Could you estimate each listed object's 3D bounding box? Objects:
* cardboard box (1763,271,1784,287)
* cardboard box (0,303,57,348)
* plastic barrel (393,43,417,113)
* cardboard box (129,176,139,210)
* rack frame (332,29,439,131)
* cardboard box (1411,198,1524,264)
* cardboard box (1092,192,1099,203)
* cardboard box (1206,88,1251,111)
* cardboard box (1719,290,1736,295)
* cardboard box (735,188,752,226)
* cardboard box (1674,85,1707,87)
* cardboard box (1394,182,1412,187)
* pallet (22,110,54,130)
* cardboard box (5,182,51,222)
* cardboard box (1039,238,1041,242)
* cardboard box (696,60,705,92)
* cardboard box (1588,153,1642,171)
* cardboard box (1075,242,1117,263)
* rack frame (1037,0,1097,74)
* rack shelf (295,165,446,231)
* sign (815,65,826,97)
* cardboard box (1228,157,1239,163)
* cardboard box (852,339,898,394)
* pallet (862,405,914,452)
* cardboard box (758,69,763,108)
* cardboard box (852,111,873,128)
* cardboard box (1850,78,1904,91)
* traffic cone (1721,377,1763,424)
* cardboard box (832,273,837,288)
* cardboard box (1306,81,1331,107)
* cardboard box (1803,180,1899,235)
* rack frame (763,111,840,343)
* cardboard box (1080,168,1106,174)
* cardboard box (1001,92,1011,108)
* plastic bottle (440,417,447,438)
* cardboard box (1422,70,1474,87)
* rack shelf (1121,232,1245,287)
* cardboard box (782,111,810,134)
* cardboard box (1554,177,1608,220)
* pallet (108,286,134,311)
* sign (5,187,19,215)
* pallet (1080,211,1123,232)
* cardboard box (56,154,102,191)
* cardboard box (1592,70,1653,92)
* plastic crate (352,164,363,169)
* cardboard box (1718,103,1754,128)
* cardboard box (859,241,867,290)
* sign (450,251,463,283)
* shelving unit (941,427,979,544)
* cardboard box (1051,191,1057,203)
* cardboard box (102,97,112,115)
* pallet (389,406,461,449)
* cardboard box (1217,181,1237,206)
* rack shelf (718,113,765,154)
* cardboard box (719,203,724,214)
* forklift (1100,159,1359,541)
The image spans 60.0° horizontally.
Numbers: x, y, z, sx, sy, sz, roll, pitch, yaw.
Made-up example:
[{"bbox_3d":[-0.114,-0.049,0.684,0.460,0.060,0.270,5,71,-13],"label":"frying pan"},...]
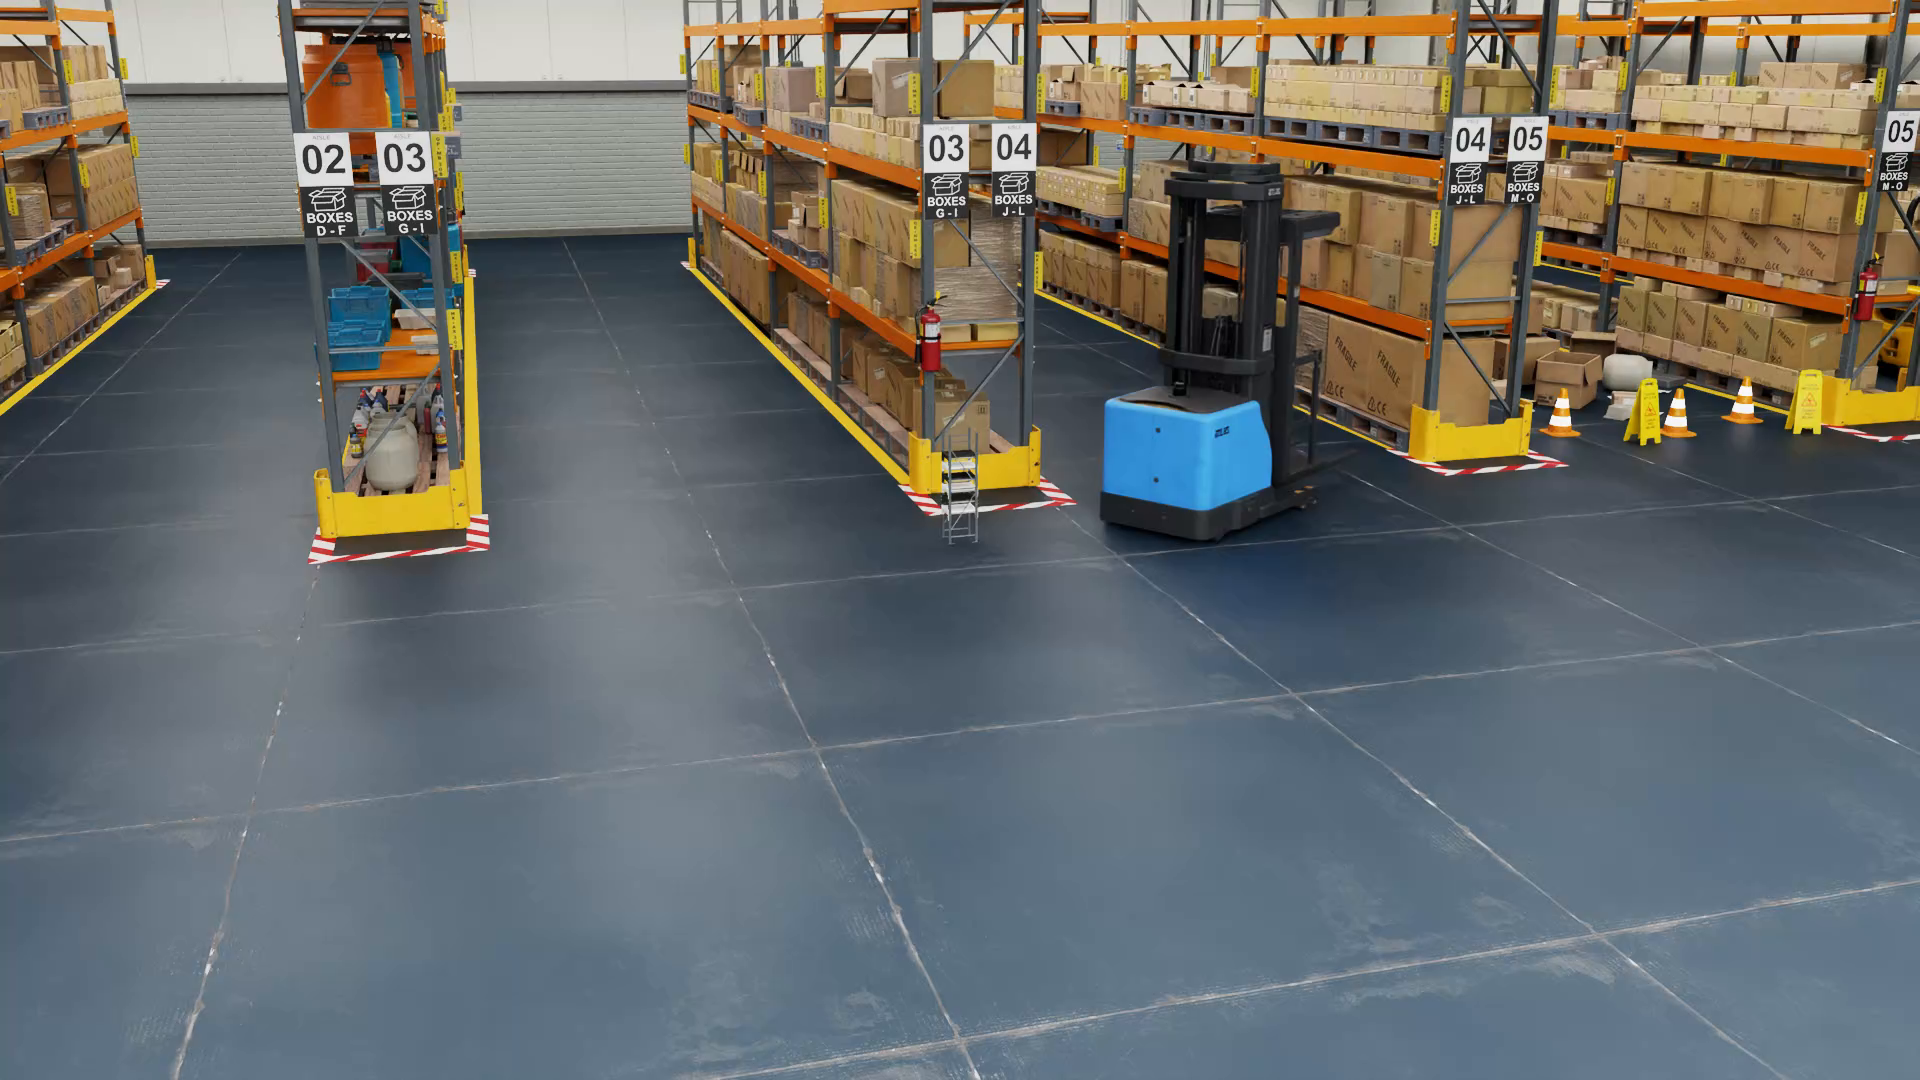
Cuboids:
[{"bbox_3d":[9.051,-2.866,18.215,0.380,0.149,0.250,-4,17,-14],"label":"cardboard box"},{"bbox_3d":[-11.567,-2.650,20.642,0.500,0.500,0.500,-5,18,-17],"label":"cardboard box"},{"bbox_3d":[-6.957,-5.735,20.640,0.600,0.830,0.708,-5,17,-15],"label":"plastic barrel"},{"bbox_3d":[-13.381,-5.502,26.382,0.500,0.500,0.500,-4,17,-14],"label":"cardboard box"},{"bbox_3d":[-5.704,-5.501,16.124,1.000,3.000,0.127,-5,17,-15],"label":"rack frame"},{"bbox_3d":[4.889,-2.972,15.995,0.875,0.550,0.550,-5,17,-15],"label":"cardboard box"},{"bbox_3d":[2.107,-4.888,23.700,0.380,0.149,0.250,-4,17,-13],"label":"cardboard box"},{"bbox_3d":[3.304,-5.322,20.098,0.500,0.250,0.500,-5,17,-16],"label":"cardboard box"},{"bbox_3d":[9.148,-2.764,20.184,0.500,0.500,0.500,-4,17,-14],"label":"cardboard box"},{"bbox_3d":[-2.979,-4.856,24.230,0.500,0.500,0.500,-5,17,-17],"label":"cardboard box"},{"bbox_3d":[8.883,-5.431,20.155,0.380,0.149,0.250,-4,17,-14],"label":"cardboard box"},{"bbox_3d":[6.965,-5.333,25.383,0.500,0.250,0.500,-5,17,-17],"label":"cardboard box"},{"bbox_3d":[-12.267,-5.324,21.076,1.213,0.211,1.003,-5,17,-15],"label":"pallet"},{"bbox_3d":[-12.751,-4.551,22.484,0.700,0.500,0.500,-12,20,-34],"label":"cardboard box"},{"bbox_3d":[1.531,-5.046,28.229,0.380,0.149,0.250,-5,17,-17],"label":"cardboard box"},{"bbox_3d":[-4.007,-7.768,27.806,0.700,0.500,0.500,-5,18,-17],"label":"cardboard box"},{"bbox_3d":[11.219,-6.364,28.520,0.700,0.500,0.500,-5,17,-15],"label":"cardboard box"},{"bbox_3d":[2.041,-4.303,24.873,0.500,0.250,0.500,-4,17,-14],"label":"cardboard box"},{"bbox_3d":[1.656,-8.470,26.007,1.000,3.000,0.127,-5,17,-15],"label":"rack frame"},{"bbox_3d":[-5.155,-3.167,14.818,1.077,0.370,4.000,-5,17,-15],"label":"rack shelf"},{"bbox_3d":[-1.475,-4.848,17.579,0.100,0.325,0.005,-5,17,-15],"label":"sign"},{"bbox_3d":[5.310,-6.877,30.959,0.500,0.500,0.500,-5,17,-16],"label":"cardboard box"},{"bbox_3d":[-0.871,-1.910,18.211,0.500,0.500,0.500,-5,18,-17],"label":"cardboard box"},{"bbox_3d":[-0.385,-1.163,16.957,1.003,0.211,1.213,-5,17,-15],"label":"pallet"},{"bbox_3d":[-2.278,-5.976,22.010,0.797,0.503,0.637,-4,17,-12],"label":"cardboard box"},{"bbox_3d":[-0.858,-4.171,16.478,0.380,0.149,0.250,-5,17,-16],"label":"cardboard box"},{"bbox_3d":[12.714,-6.233,23.025,0.500,0.311,0.500,-5,18,-17],"label":"cardboard box"},{"bbox_3d":[8.327,-1.499,17.637,0.336,0.463,0.334,-5,17,-15],"label":"traffic cone"},{"bbox_3d":[-1.172,-2.816,18.050,0.380,0.149,0.250,-5,17,-15],"label":"cardboard box"},{"bbox_3d":[3.999,-4.704,17.523,0.500,0.250,0.500,-5,17,-16],"label":"cardboard box"},{"bbox_3d":[9.335,-3.490,17.428,0.700,0.500,0.500,-5,17,-17],"label":"cardboard box"},{"bbox_3d":[-2.041,-4.126,21.974,1.000,3.000,0.127,-5,17,-15],"label":"rack frame"},{"bbox_3d":[2.098,-5.721,25.956,0.380,0.149,0.250,-5,18,-17],"label":"cardboard box"},{"bbox_3d":[0.995,-7.355,27.771,0.500,0.250,0.500,-5,17,-16],"label":"cardboard box"},{"bbox_3d":[-4.848,-1.022,15.596,0.061,0.283,0.133,-4,17,-14],"label":"plastic bottle"},{"bbox_3d":[4.535,-4.291,15.456,0.380,0.149,0.250,-5,17,-15],"label":"cardboard box"},{"bbox_3d":[3.305,-3.593,21.449,1.077,0.370,4.000,-5,17,-15],"label":"rack shelf"},{"bbox_3d":[-1.866,-5.057,20.121,0.500,0.250,0.500,-4,17,-14],"label":"cardboard box"},{"bbox_3d":[8.101,-4.441,21.603,0.500,0.500,0.500,-5,17,-15],"label":"cardboard box"},{"bbox_3d":[-13.193,-3.643,25.213,1.003,0.211,1.213,-5,17,-15],"label":"pallet"},{"bbox_3d":[-11.035,-3.943,19.353,0.100,0.325,0.005,-5,17,-15],"label":"sign"},{"bbox_3d":[2.457,-4.587,23.843,1.213,0.211,1.003,-5,17,-15],"label":"pallet"},{"bbox_3d":[-12.668,-5.272,23.879,0.500,0.500,0.500,-5,18,-17],"label":"cardboard box"},{"bbox_3d":[8.304,-5.759,20.857,0.500,0.250,0.500,-4,17,-14],"label":"cardboard box"},{"bbox_3d":[-5.419,-3.454,14.551,0.392,0.384,0.575,-5,17,-15],"label":"plastic crate"},{"bbox_3d":[8.861,-4.746,18.568,0.500,0.250,0.500,-5,17,-15],"label":"cardboard box"},{"bbox_3d":[-0.540,-2.809,16.899,0.875,0.500,0.500,-5,17,-15],"label":"cardboard box"},{"bbox_3d":[-5.172,-2.801,17.082,0.100,0.325,0.005,-5,17,-15],"label":"sign"},{"bbox_3d":[-0.002,-0.433,13.330,0.258,0.900,0.210,-5,17,-15],"label":"shelving unit"},{"bbox_3d":[1.607,-5.247,25.411,0.380,0.149,0.250,-5,18,-18],"label":"cardboard box"},{"bbox_3d":[-13.094,-6.524,25.003,0.500,0.250,0.500,-5,17,-15],"label":"cardboard box"},{"bbox_3d":[-5.560,-1.104,16.759,1.003,0.211,1.213,-5,17,-15],"label":"pallet"},{"bbox_3d":[3.569,-4.190,20.274,0.700,0.500,0.500,-5,17,-16],"label":"cardboard box"},{"bbox_3d":[-2.591,-5.771,23.488,1.077,0.370,4.000,-5,17,-15],"label":"rack shelf"},{"bbox_3d":[-3.539,-5.171,25.888,0.380,0.149,0.250,-5,17,-15],"label":"cardboard box"},{"bbox_3d":[2.488,-1.751,14.186,1.130,2.935,3.031,13,21,38],"label":"forklift"}]
